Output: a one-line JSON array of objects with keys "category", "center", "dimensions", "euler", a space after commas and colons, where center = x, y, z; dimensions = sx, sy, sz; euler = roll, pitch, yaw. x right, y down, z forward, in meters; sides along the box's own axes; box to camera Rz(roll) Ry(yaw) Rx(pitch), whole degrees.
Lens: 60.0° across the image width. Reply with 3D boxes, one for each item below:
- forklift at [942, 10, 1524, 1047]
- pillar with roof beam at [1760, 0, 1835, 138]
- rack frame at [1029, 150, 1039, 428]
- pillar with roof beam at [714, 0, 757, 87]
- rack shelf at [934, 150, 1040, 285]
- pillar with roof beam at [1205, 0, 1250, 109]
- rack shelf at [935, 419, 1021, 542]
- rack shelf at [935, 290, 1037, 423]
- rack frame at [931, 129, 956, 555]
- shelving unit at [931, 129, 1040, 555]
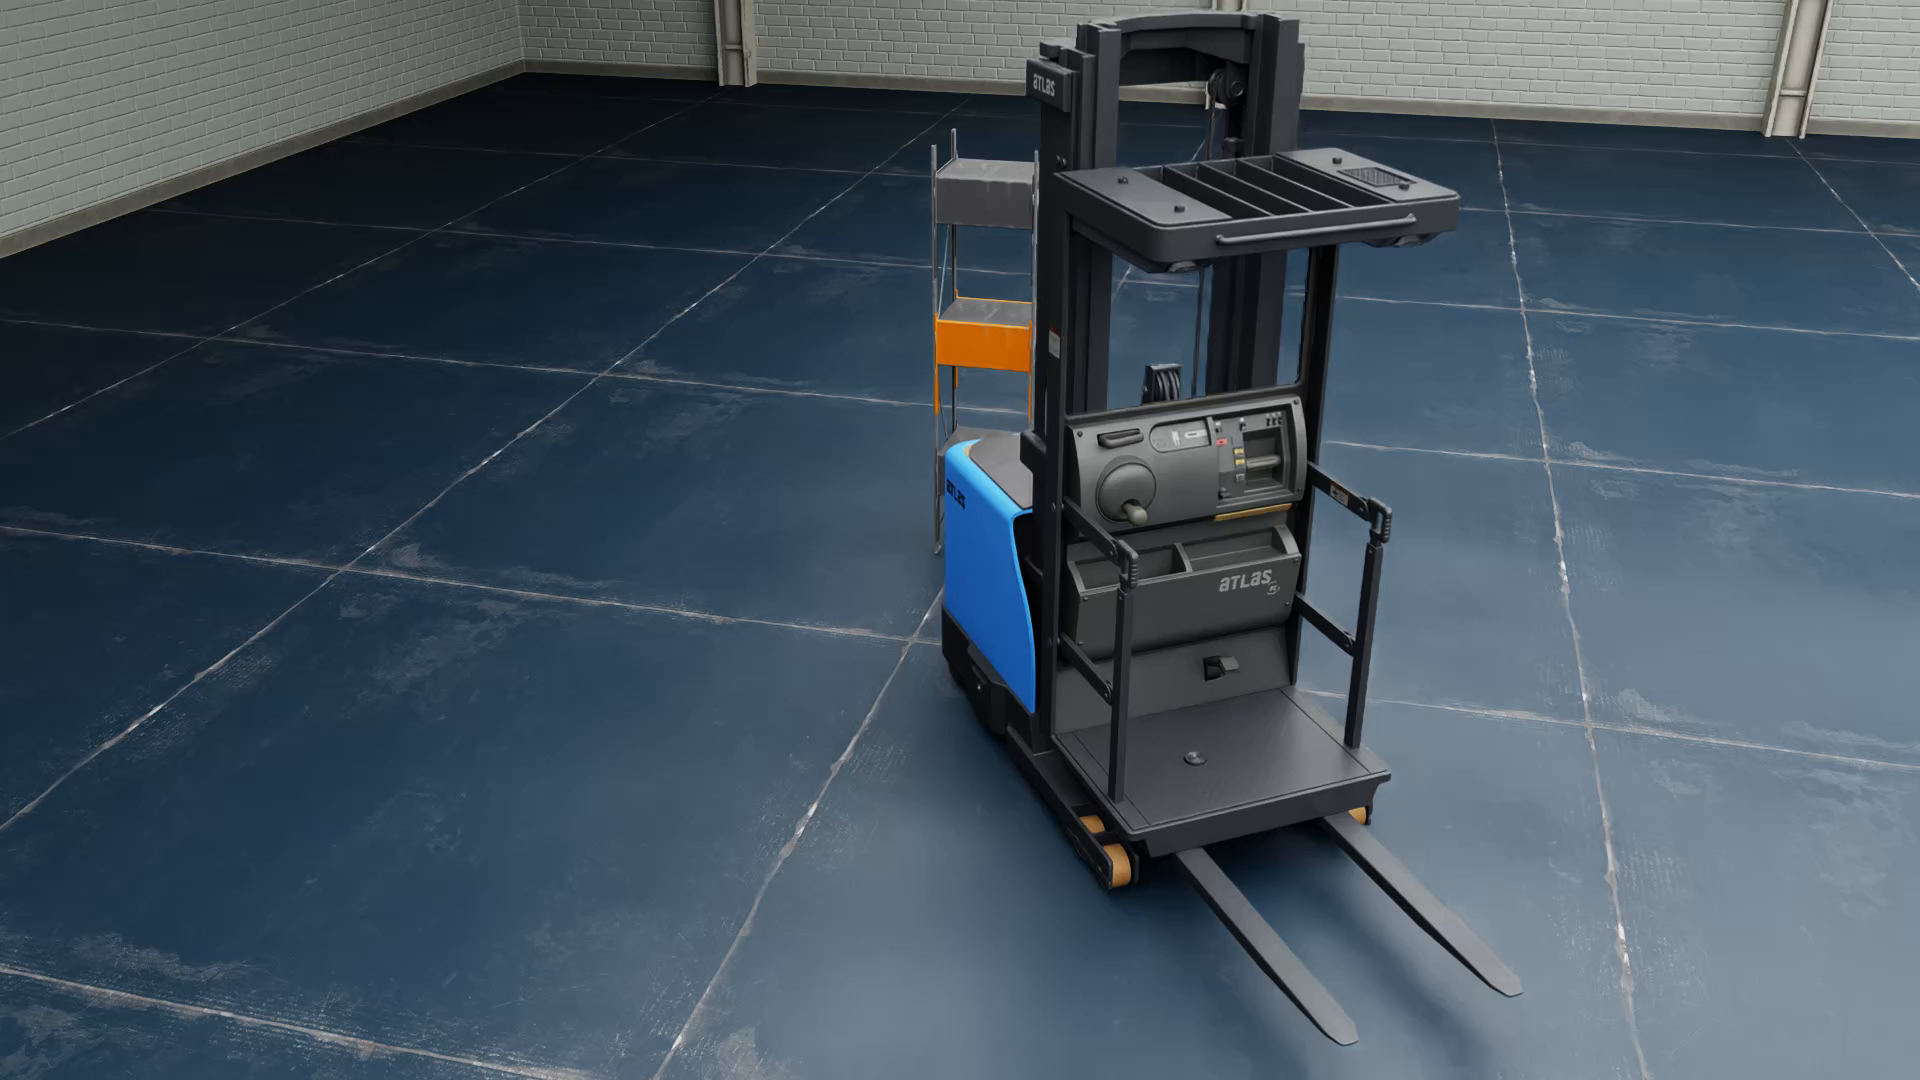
[{"category": "forklift", "center": [0.922, -0.253, 5.872], "dimensions": [1.130, 2.935, 3.031], "euler": [-9, 27, -19]}, {"category": "pillar with roof beam", "center": [7.798, -6.646, 12.241], "dimensions": [0.400, 9.000, 9.100], "euler": [6, 26, 13]}, {"category": "rack frame", "center": [0.397, -0.904, 8.207], "dimensions": [0.015, 2.100, 0.400], "euler": [6, 26, 13]}, {"category": "pillar with roof beam", "center": [-3.824, -7.931, 14.940], "dimensions": [0.400, 9.000, 9.100], "euler": [6, 26, 13]}, {"category": "rack shelf", "center": [0.160, -1.550, 7.966], "dimensions": [0.480, 0.518, 0.431], "euler": [6, 26, 13]}, {"category": "pillar with roof beam", "center": [1.987, -7.289, 13.591], "dimensions": [0.400, 9.000, 9.100], "euler": [6, 26, 13]}, {"category": "rack shelf", "center": [0.160, -0.286, 8.568], "dimensions": [0.480, 0.518, 0.431], "euler": [6, 26, 13]}, {"category": "rack shelf", "center": [0.160, -0.918, 8.267], "dimensions": [0.480, 0.518, 0.431], "euler": [6, 26, 13]}, {"category": "rack frame", "center": [-0.076, -0.956, 8.316], "dimensions": [0.015, 2.100, 0.400], "euler": [6, 26, 13]}, {"category": "shelving unit", "center": [0.160, -0.930, 8.261], "dimensions": [0.503, 2.100, 0.431], "euler": [6, 26, 13]}]
